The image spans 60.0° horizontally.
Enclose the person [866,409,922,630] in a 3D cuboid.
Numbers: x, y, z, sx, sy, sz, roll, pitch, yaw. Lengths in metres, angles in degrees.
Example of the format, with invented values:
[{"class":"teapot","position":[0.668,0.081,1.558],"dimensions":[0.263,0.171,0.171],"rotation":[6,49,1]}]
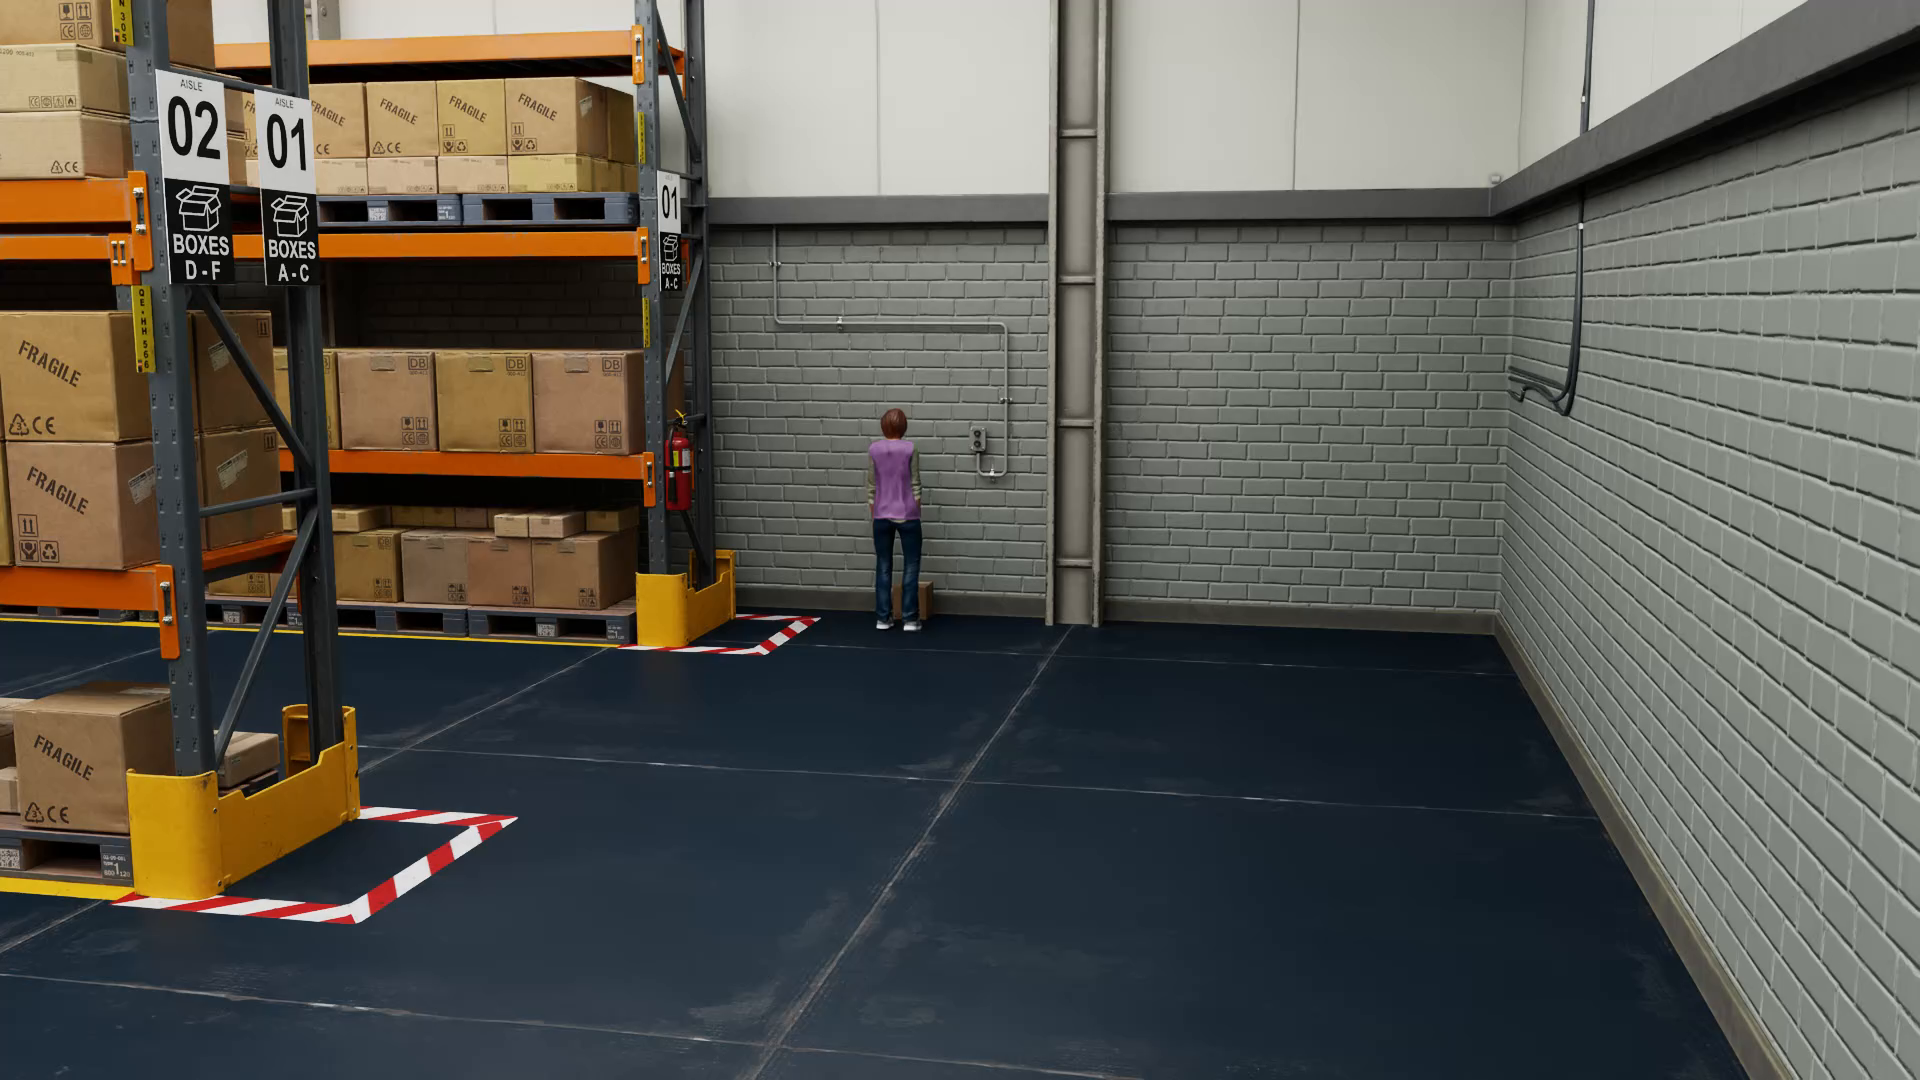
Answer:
[{"class":"person","position":[-0.472,-0.133,11.894],"dimensions":[0.409,1.579,0.304],"rotation":[2,8,12]}]
